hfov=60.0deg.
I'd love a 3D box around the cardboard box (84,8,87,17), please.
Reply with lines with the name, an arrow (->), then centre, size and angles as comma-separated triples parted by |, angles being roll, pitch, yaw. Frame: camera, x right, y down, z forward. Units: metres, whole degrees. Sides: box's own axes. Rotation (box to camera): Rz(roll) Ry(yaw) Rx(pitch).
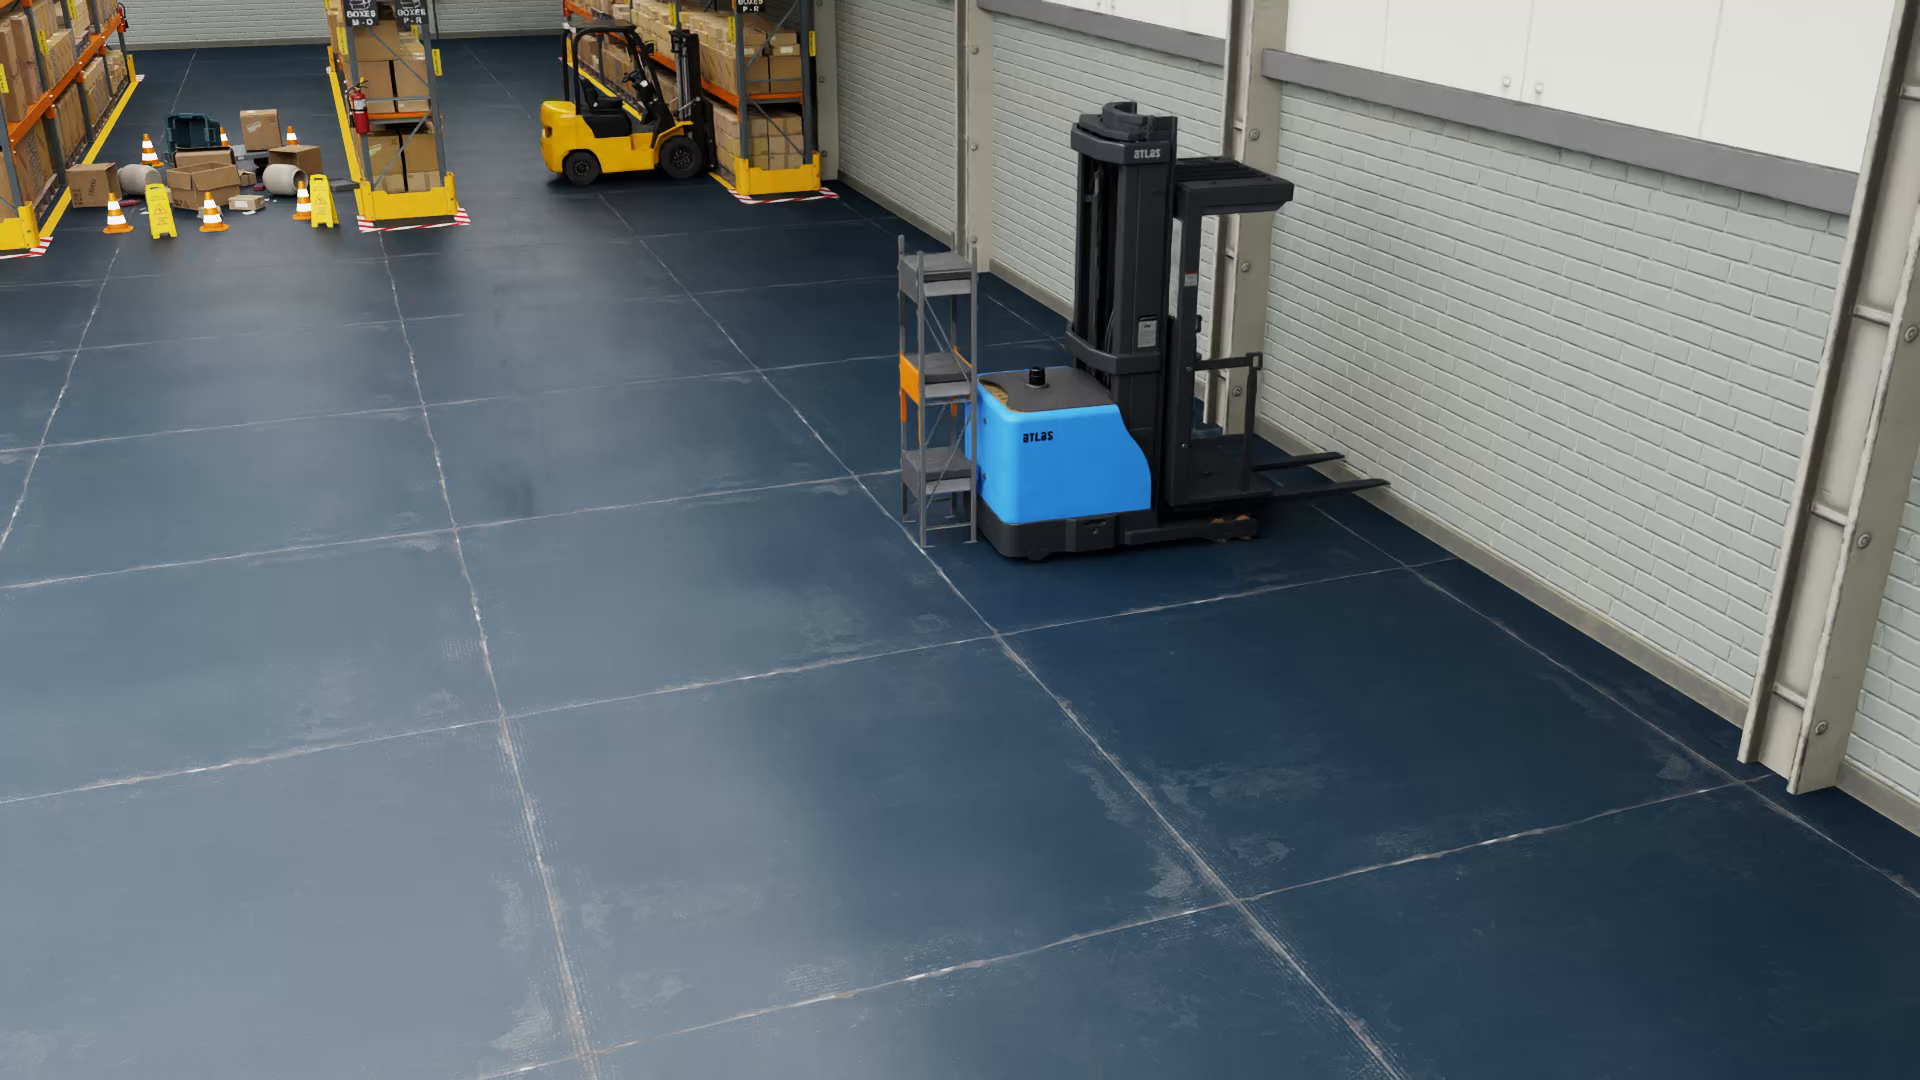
cardboard box -> -15.618, -9.281, 29.308 | 0.380, 0.149, 0.250 | -8, 24, -19

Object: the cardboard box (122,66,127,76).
cardboard box -> -16.884, -9.370, 33.250 | 0.380, 0.149, 0.250 | -8, 24, -17

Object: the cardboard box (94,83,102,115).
cardboard box -> -15.002, -7.528, 28.426 | 0.500, 0.500, 0.500 | -9, 24, -20

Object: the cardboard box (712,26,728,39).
cardboard box -> -3.333, -7.257, 23.760 | 0.380, 0.149, 0.250 | -8, 24, -18

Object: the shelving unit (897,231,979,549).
shelving unit -> -0.151, -1.020, 11.466 | 0.431, 2.100, 0.503 | -7, 24, -16

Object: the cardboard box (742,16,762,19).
cardboard box -> -3.203, -7.808, 25.066 | 0.380, 0.149, 0.250 | -9, 24, -20

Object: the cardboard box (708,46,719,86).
cardboard box -> -3.336, -6.882, 24.088 | 0.500, 0.500, 0.500 | -9, 24, -20

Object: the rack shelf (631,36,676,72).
rack shelf -> -4.680, -8.166, 28.189 | 1.077, 0.370, 4.000 | -8, 24, -19

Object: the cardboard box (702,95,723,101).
cardboard box -> -3.739, -6.573, 25.195 | 0.500, 0.250, 0.500 | -7, 24, -17

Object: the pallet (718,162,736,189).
pallet -> -2.870, -5.305, 24.064 | 1.003, 0.211, 1.213 | -8, 24, -19

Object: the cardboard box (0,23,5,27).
cardboard box -> -12.553, -6.210, 21.038 | 0.875, 0.550, 0.500 | -8, 24, -19

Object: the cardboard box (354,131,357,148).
cardboard box -> -8.460, -5.916, 23.958 | 0.500, 0.500, 0.500 | -7, 24, -17

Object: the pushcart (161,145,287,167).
pushcart -> -10.732, -5.549, 24.430 | 1.648, 0.377, 0.936 | -18, 29, -37

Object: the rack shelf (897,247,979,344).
rack shelf -> -0.151, -1.652, 11.199 | 0.431, 0.518, 0.480 | -7, 24, -16

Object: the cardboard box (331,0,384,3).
cardboard box -> -8.664, -7.543, 23.984 | 0.700, 0.500, 0.500 | -9, 24, -20

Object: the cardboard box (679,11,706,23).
cardboard box -> -4.139, -8.096, 25.750 | 0.380, 0.149, 0.250 | -8, 24, -18

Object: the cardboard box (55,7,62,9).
cardboard box -> -15.072, -8.850, 27.901 | 0.380, 0.149, 0.250 | -8, 24, -17

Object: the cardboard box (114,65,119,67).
cardboard box -> -16.544, -9.126, 32.288 | 0.380, 0.149, 0.250 | -7, 24, -16

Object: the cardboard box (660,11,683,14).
cardboard box -> -4.699, -8.578, 27.276 | 0.380, 0.149, 0.250 | -9, 24, -20

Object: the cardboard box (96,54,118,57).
cardboard box -> -16.749, -9.450, 32.674 | 0.380, 0.149, 0.250 | -9, 25, -21

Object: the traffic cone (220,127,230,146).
traffic cone -> -11.402, -6.146, 25.736 | 0.336, 0.463, 0.334 | -8, 24, -19

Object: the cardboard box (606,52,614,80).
cardboard box -> -6.642, -9.320, 32.679 | 0.500, 0.500, 0.500 | -9, 24, -20

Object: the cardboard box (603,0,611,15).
cardboard box -> -6.378, -10.237, 31.508 | 0.700, 0.500, 0.500 | -8, 24, -19

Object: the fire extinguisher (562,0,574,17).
fire extinguisher -> -8.698, -11.914, 36.734 | 0.296, 0.674, 0.183 | -8, 24, -19

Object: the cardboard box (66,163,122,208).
cardboard box -> -11.703, -4.799, 22.488 | 0.500, 0.500, 0.500 | -4, 23, -10

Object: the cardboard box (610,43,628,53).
cardboard box -> -6.651, -9.670, 32.672 | 0.380, 0.149, 0.250 | -10, 25, -22

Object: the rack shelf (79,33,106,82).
rack shelf -> -15.331, -8.221, 28.319 | 1.077, 0.370, 4.000 | -8, 24, -19

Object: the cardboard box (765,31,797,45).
cardboard box -> -2.480, -6.951, 23.032 | 0.380, 0.149, 0.250 | -9, 24, -20

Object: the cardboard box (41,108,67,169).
cardboard box -> -13.515, -5.743, 23.868 | 1.050, 0.750, 0.750 | -8, 24, -19

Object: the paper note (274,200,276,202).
paper note -> -9.375, -4.645, 22.757 | 0.032, 0.001, 0.123 | -8, 24, -19

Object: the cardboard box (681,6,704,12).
cardboard box -> -4.522, -8.924, 28.096 | 0.380, 0.149, 0.250 | -8, 24, -17

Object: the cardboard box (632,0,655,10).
cardboard box -> -5.550, -9.413, 29.257 | 0.380, 0.149, 0.250 | -8, 24, -17

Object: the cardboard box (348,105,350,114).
cardboard box -> -9.571, -7.051, 27.459 | 0.950, 0.372, 0.625 | -9, 24, -20

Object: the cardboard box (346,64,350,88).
cardboard box -> -7.999, -6.342, 22.424 | 0.500, 0.500, 0.500 | -8, 24, -19

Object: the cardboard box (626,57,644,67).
cardboard box -> -5.924, -8.804, 30.620 | 0.380, 0.149, 0.250 | -10, 25, -22

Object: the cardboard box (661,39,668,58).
cardboard box -> -4.580, -8.031, 27.135 | 0.500, 0.250, 0.500 | -8, 24, -19

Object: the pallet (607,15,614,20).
pallet -> -6.078, -9.842, 31.485 | 1.003, 0.211, 1.213 | -8, 24, -19

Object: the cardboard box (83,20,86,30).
cardboard box -> -15.445, -8.964, 28.938 | 0.380, 0.149, 0.250 | -10, 25, -22

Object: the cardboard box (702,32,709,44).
cardboard box -> -3.580, -7.399, 24.479 | 0.380, 0.149, 0.250 | -9, 24, -20

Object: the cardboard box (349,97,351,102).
cardboard box -> -8.672, -6.354, 24.163 | 0.380, 0.149, 0.250 | -8, 24, -18

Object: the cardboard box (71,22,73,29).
cardboard box -> -14.803, -8.439, 27.309 | 0.380, 0.149, 0.250 | -9, 25, -21

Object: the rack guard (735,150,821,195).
rack guard -> -2.552, -5.157, 23.341 | 1.175, 0.500, 0.348 | -8, 24, -19

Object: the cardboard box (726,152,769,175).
cardboard box -> -3.022, -5.371, 23.631 | 0.500, 0.250, 0.500 | -8, 24, -19

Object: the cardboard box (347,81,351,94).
cardboard box -> -8.362, -6.348, 23.273 | 0.380, 0.149, 0.250 | -8, 24, -19

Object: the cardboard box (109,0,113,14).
cardboard box -> -16.686, -10.417, 32.092 | 0.500, 0.500, 0.500 | -8, 24, -19

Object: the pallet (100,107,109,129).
pallet -> -15.326, -7.268, 28.721 | 1.003, 0.211, 1.213 | -8, 24, -19

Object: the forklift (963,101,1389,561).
forklift -> 1.597, -1.521, 11.585 | 3.031, 2.935, 1.130 | -7, 24, -16

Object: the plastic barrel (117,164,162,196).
plastic barrel -> -11.376, -4.984, 23.029 | 0.512, 0.421, 0.421 | 8, 24, 18

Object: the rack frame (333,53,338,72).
rack frame -> -12.855, -11.449, 35.051 | 1.000, 3.000, 0.127 | -8, 24, -19

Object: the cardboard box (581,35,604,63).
cardboard box -> -7.727, -10.416, 35.278 | 0.500, 0.500, 0.500 | -8, 24, -18

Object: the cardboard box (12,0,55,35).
cardboard box -> -14.295, -7.985, 25.416 | 0.700, 0.500, 0.500 | -9, 24, -20

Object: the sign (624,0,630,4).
sign -> -5.891, -9.643, 29.379 | 0.100, 0.325, 0.005 | -8, 24, -19
